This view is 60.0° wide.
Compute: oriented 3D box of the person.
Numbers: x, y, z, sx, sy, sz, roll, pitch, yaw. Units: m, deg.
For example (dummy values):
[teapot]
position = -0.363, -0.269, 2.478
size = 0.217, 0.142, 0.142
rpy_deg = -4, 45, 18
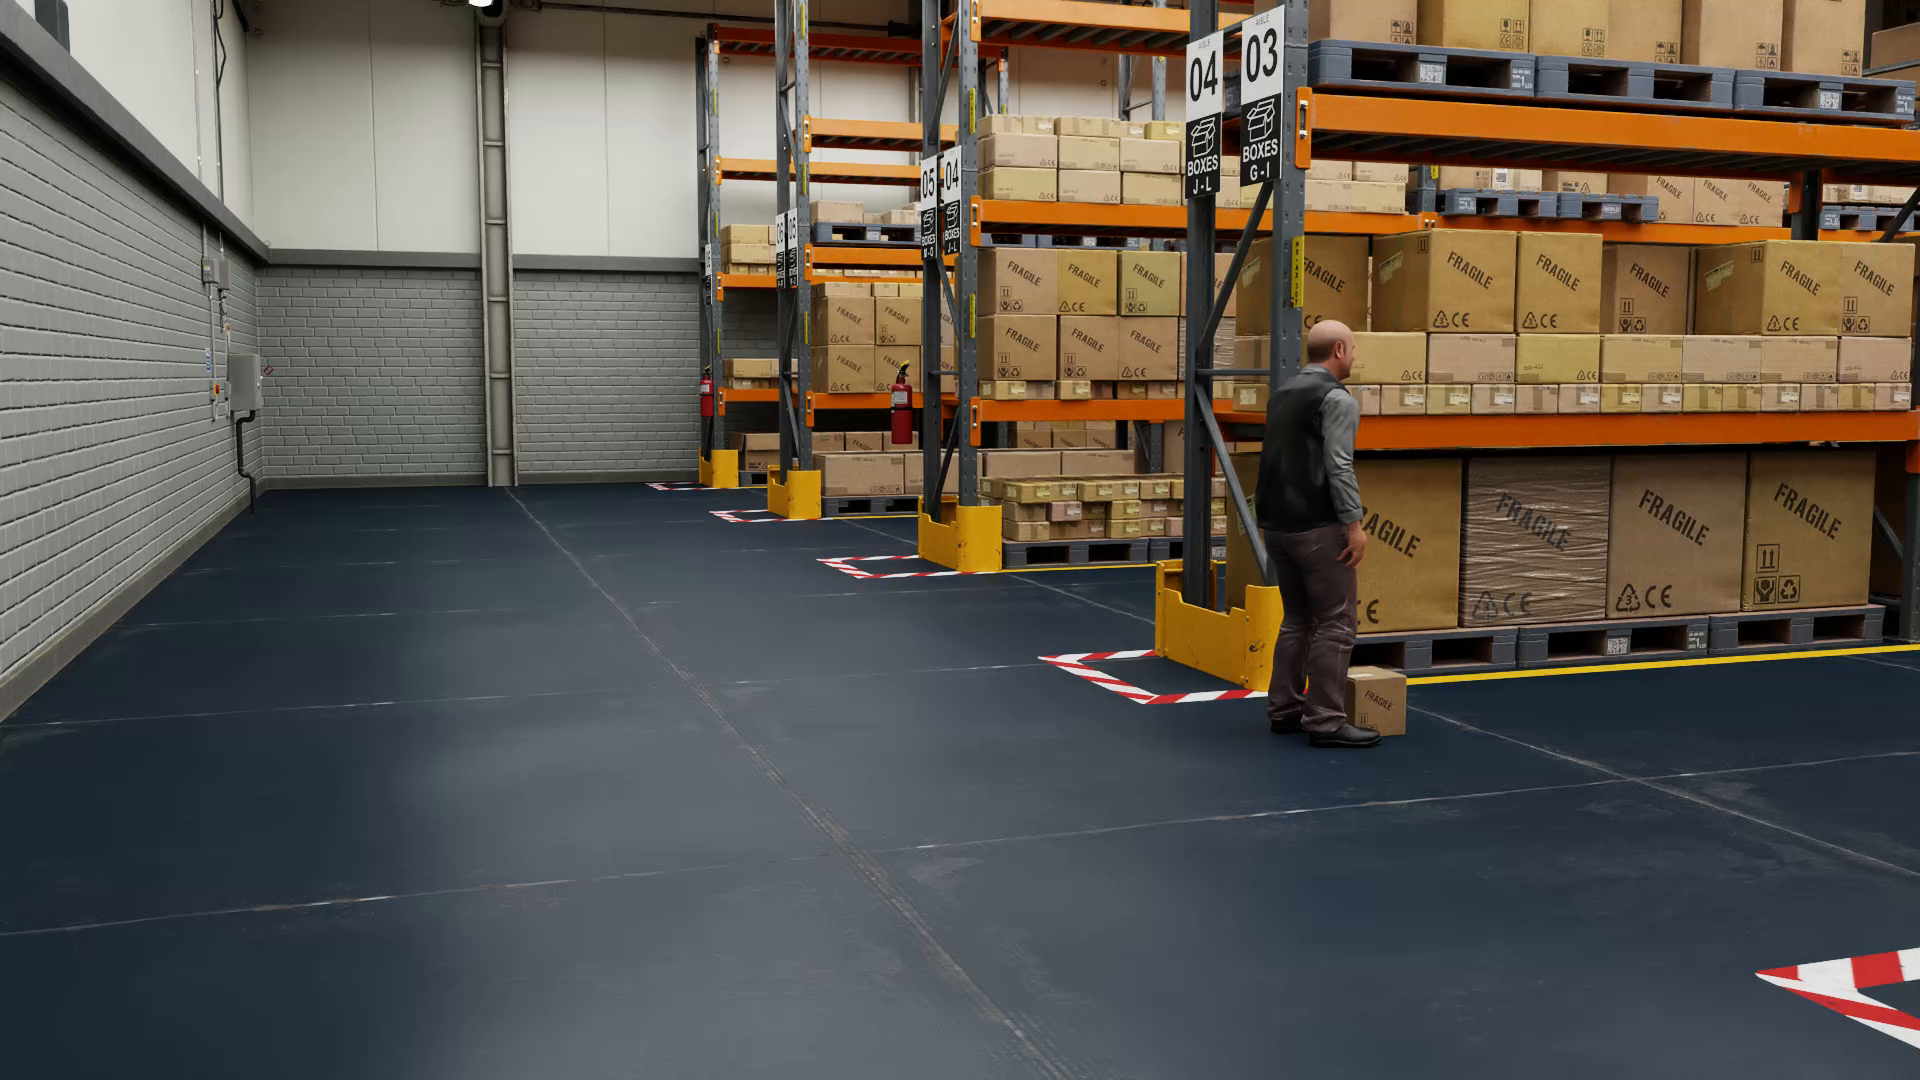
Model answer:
[person]
position = 1.439, -0.040, 6.837
size = 0.412, 1.721, 0.582
rpy_deg = -2, 6, -19
